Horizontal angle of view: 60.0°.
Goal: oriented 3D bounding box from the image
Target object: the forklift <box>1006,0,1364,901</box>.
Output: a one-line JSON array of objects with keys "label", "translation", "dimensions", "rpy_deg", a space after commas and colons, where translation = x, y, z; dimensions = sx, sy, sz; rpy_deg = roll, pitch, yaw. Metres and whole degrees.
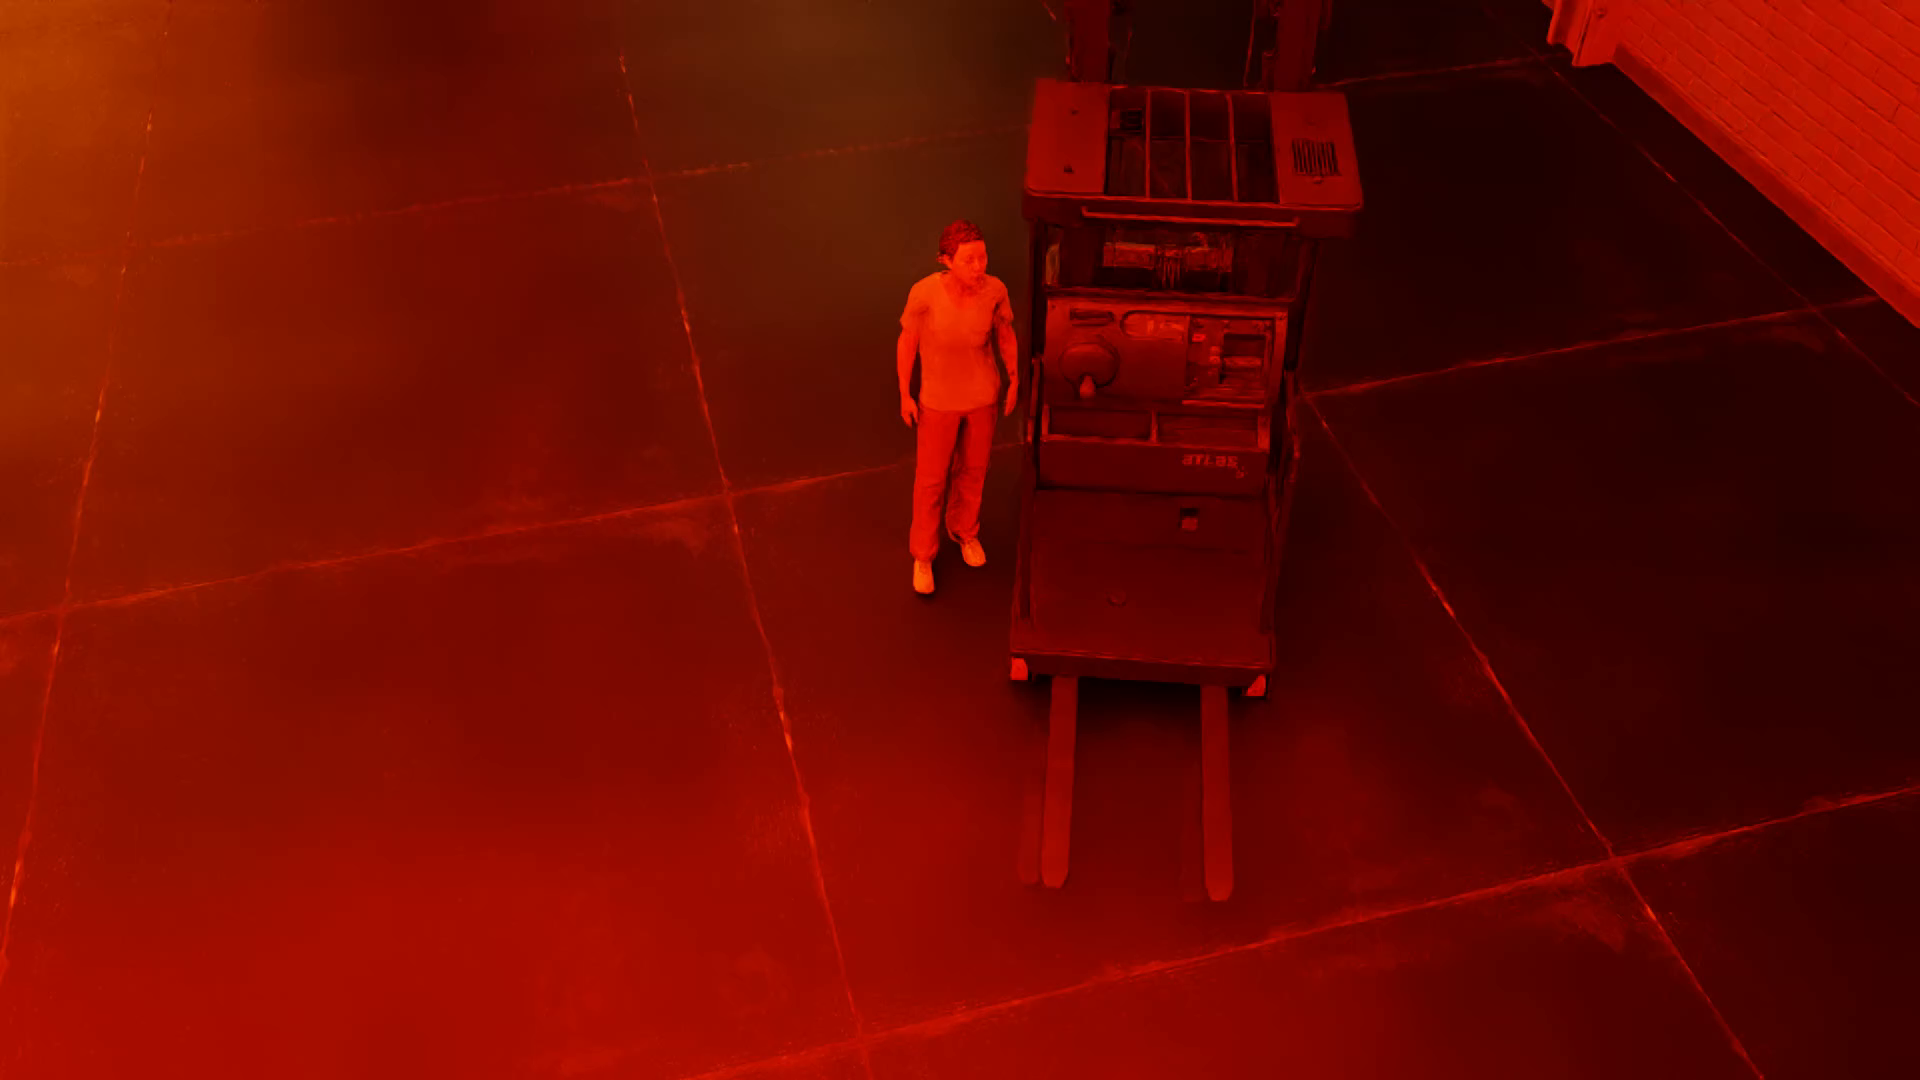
[{"label": "forklift", "translation": [0.781, -0.645, 6.328], "dimensions": [1.130, 2.935, 3.031], "rpy_deg": [4, 44, 4]}]

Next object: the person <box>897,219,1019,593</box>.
[{"label": "person", "translation": [0.009, -0.572, 7.136], "dimensions": [0.554, 1.673, 0.545], "rpy_deg": [-10, 44, -11]}]
